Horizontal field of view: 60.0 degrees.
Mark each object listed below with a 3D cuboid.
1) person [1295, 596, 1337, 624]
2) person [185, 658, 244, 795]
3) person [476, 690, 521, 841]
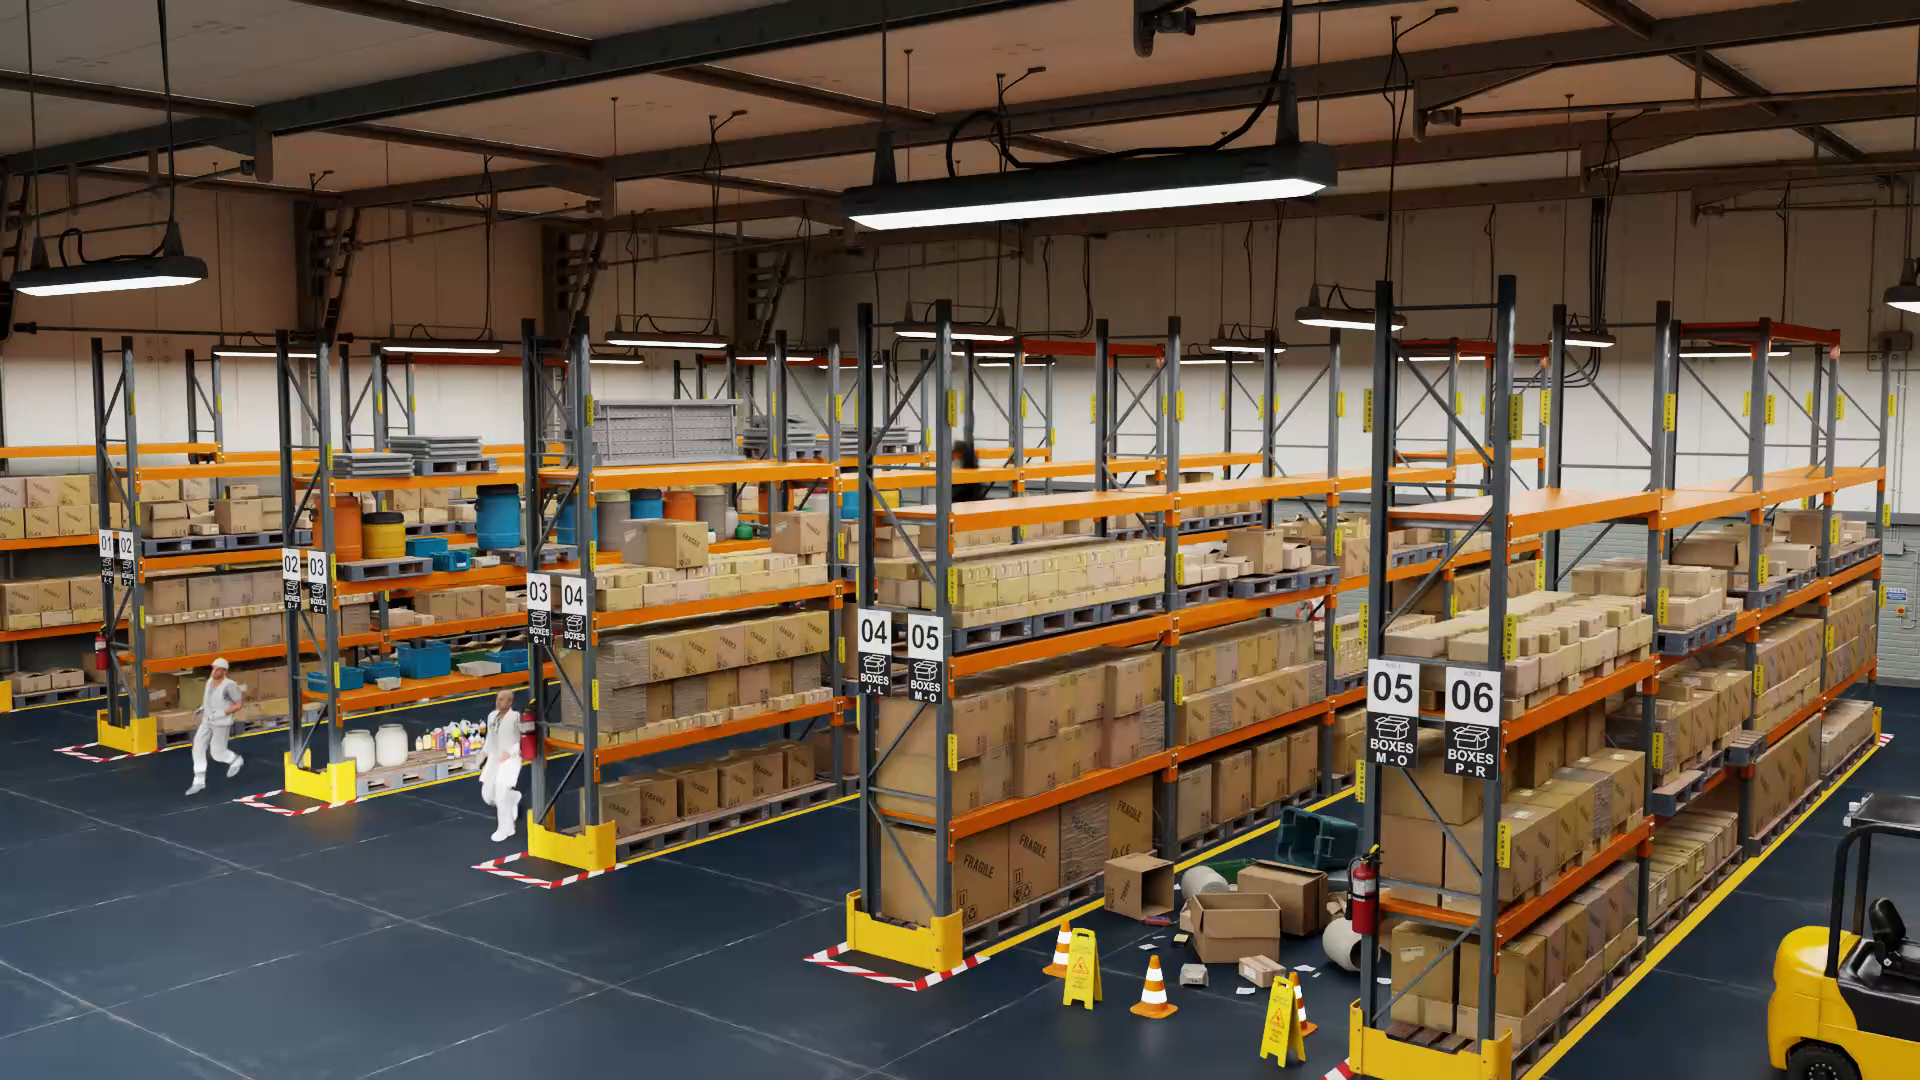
[{"bbox_3d":[6.642,1.612,30.593,0.722,1.729,0.964,-1,5,-16],"label":"person"},{"bbox_3d":[-9.686,2.410,21.799,0.706,1.771,0.860,2,5,22],"label":"person"},{"bbox_3d":[-5.314,2.636,19.480,0.709,1.697,0.640,2,6,26],"label":"person"}]
